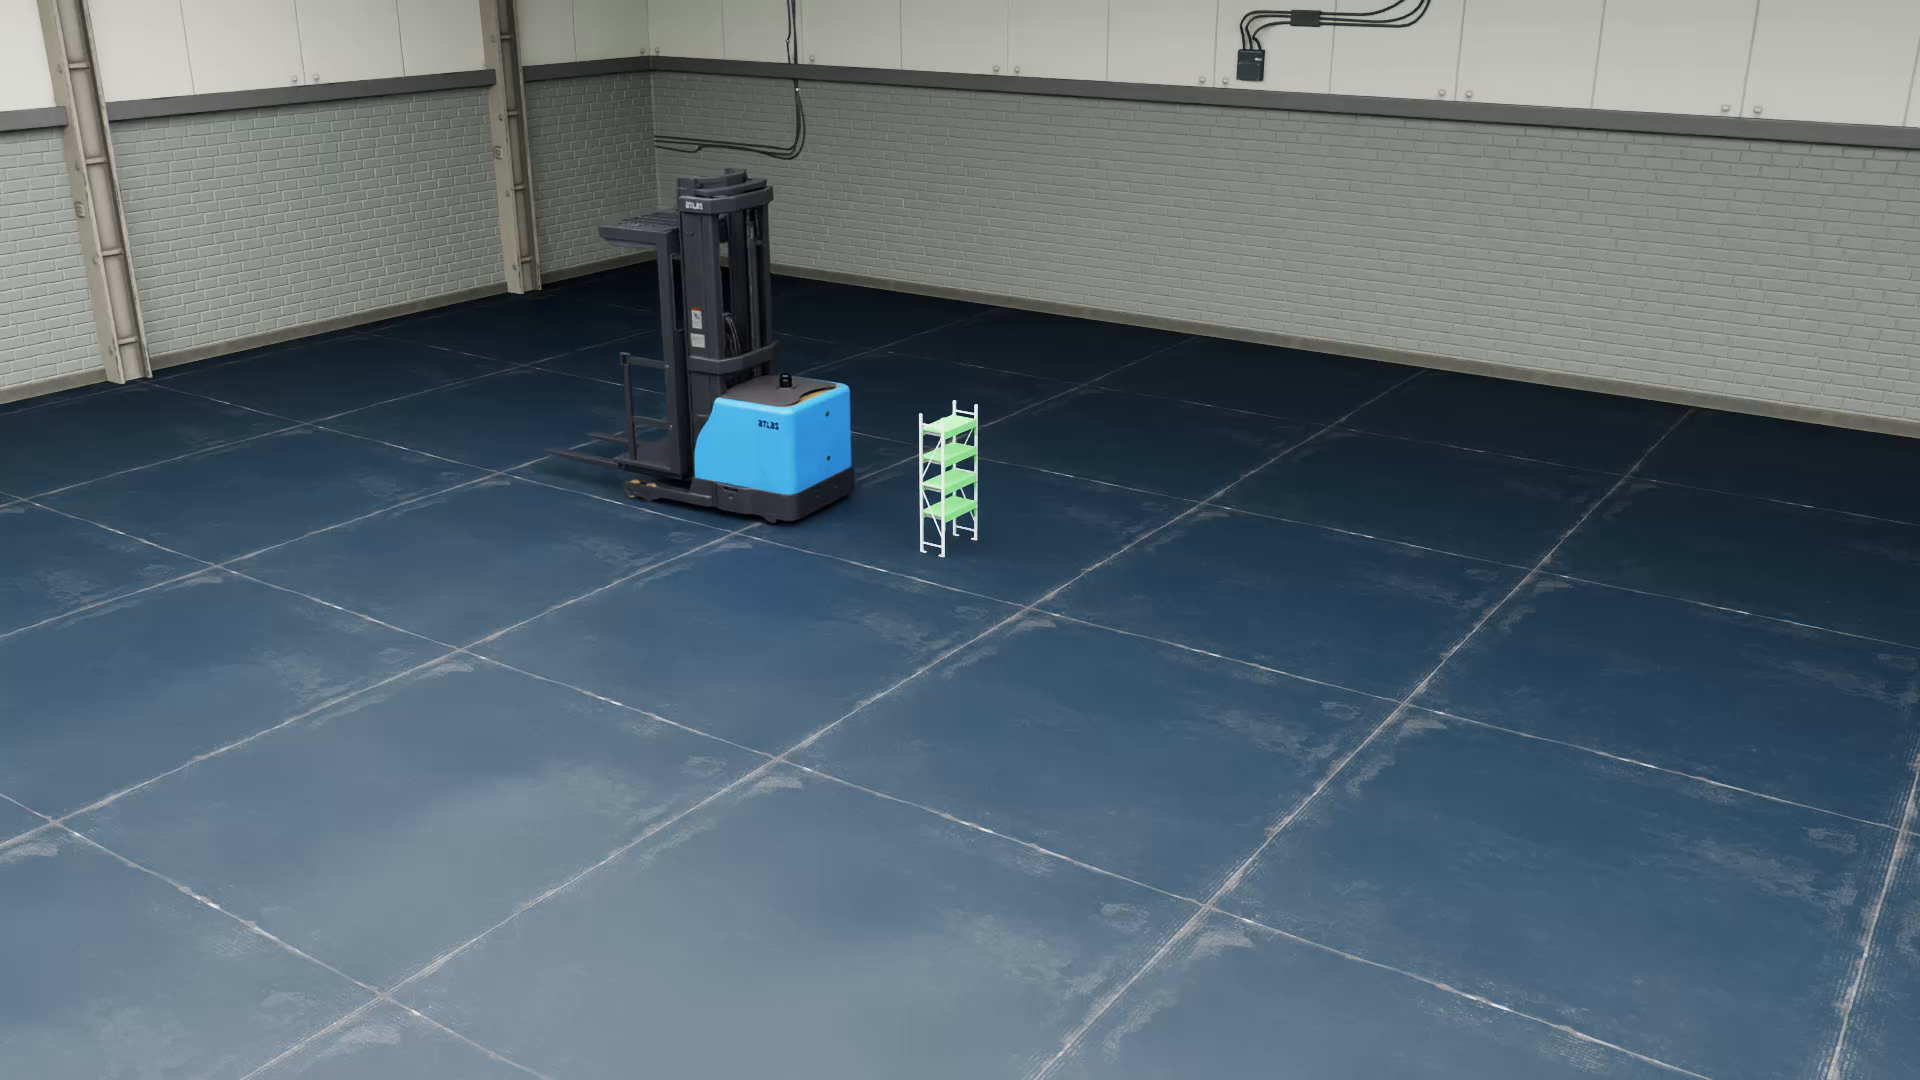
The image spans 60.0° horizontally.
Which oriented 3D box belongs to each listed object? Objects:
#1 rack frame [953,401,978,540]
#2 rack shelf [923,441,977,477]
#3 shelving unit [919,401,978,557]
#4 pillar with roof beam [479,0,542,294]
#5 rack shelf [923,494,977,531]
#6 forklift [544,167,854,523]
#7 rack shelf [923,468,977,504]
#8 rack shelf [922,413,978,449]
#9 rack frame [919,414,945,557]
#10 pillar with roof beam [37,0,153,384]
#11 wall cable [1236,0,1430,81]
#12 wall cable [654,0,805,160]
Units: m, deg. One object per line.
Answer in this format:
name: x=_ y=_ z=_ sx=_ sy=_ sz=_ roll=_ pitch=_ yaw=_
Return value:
rack frame: x=0.044 y=-0.585 z=14.118 sx=0.240 sy=1.200 sz=0.015 roll=13 pitch=24 yaw=32
rack shelf: x=-0.093 y=-0.680 z=13.867 sx=0.258 sy=0.148 sz=0.480 roll=13 pitch=24 yaw=32
shelving unit: x=-0.093 y=-0.515 z=13.928 sx=0.258 sy=1.200 sz=0.503 roll=13 pitch=24 yaw=32
pillar with roof beam: x=-2.728 y=-6.982 z=20.169 sx=9.100 sy=9.000 sz=0.400 roll=13 pitch=24 yaw=32
rack shelf: x=-0.093 y=-0.230 z=14.034 sx=0.258 sy=0.148 sz=0.480 roll=13 pitch=24 yaw=32
forklift: x=-2.515 y=-1.874 z=15.106 sx=3.031 sy=2.935 sz=1.130 roll=11 pitch=23 yaw=27
rack shelf: x=-0.093 y=-0.455 z=13.951 sx=0.258 sy=0.148 sz=0.480 roll=13 pitch=24 yaw=32
rack shelf: x=-0.093 y=-0.906 z=13.784 sx=0.258 sy=0.148 sz=0.480 roll=13 pitch=24 yaw=32
rack frame: x=-0.230 y=-0.445 z=13.739 sx=0.240 sy=1.200 sz=0.015 roll=13 pitch=24 yaw=32
pillar with roof beam: x=-6.101 y=-5.260 z=15.515 sx=9.100 sy=9.000 sz=0.400 roll=13 pitch=24 yaw=32
wall cable: x=4.304 y=-8.148 z=18.419 sx=2.305 sy=6.003 sz=0.169 roll=13 pitch=24 yaw=32
wall cable: x=-3.539 y=-6.953 z=24.566 sx=3.097 sy=2.526 sz=0.112 roll=13 pitch=24 yaw=32
